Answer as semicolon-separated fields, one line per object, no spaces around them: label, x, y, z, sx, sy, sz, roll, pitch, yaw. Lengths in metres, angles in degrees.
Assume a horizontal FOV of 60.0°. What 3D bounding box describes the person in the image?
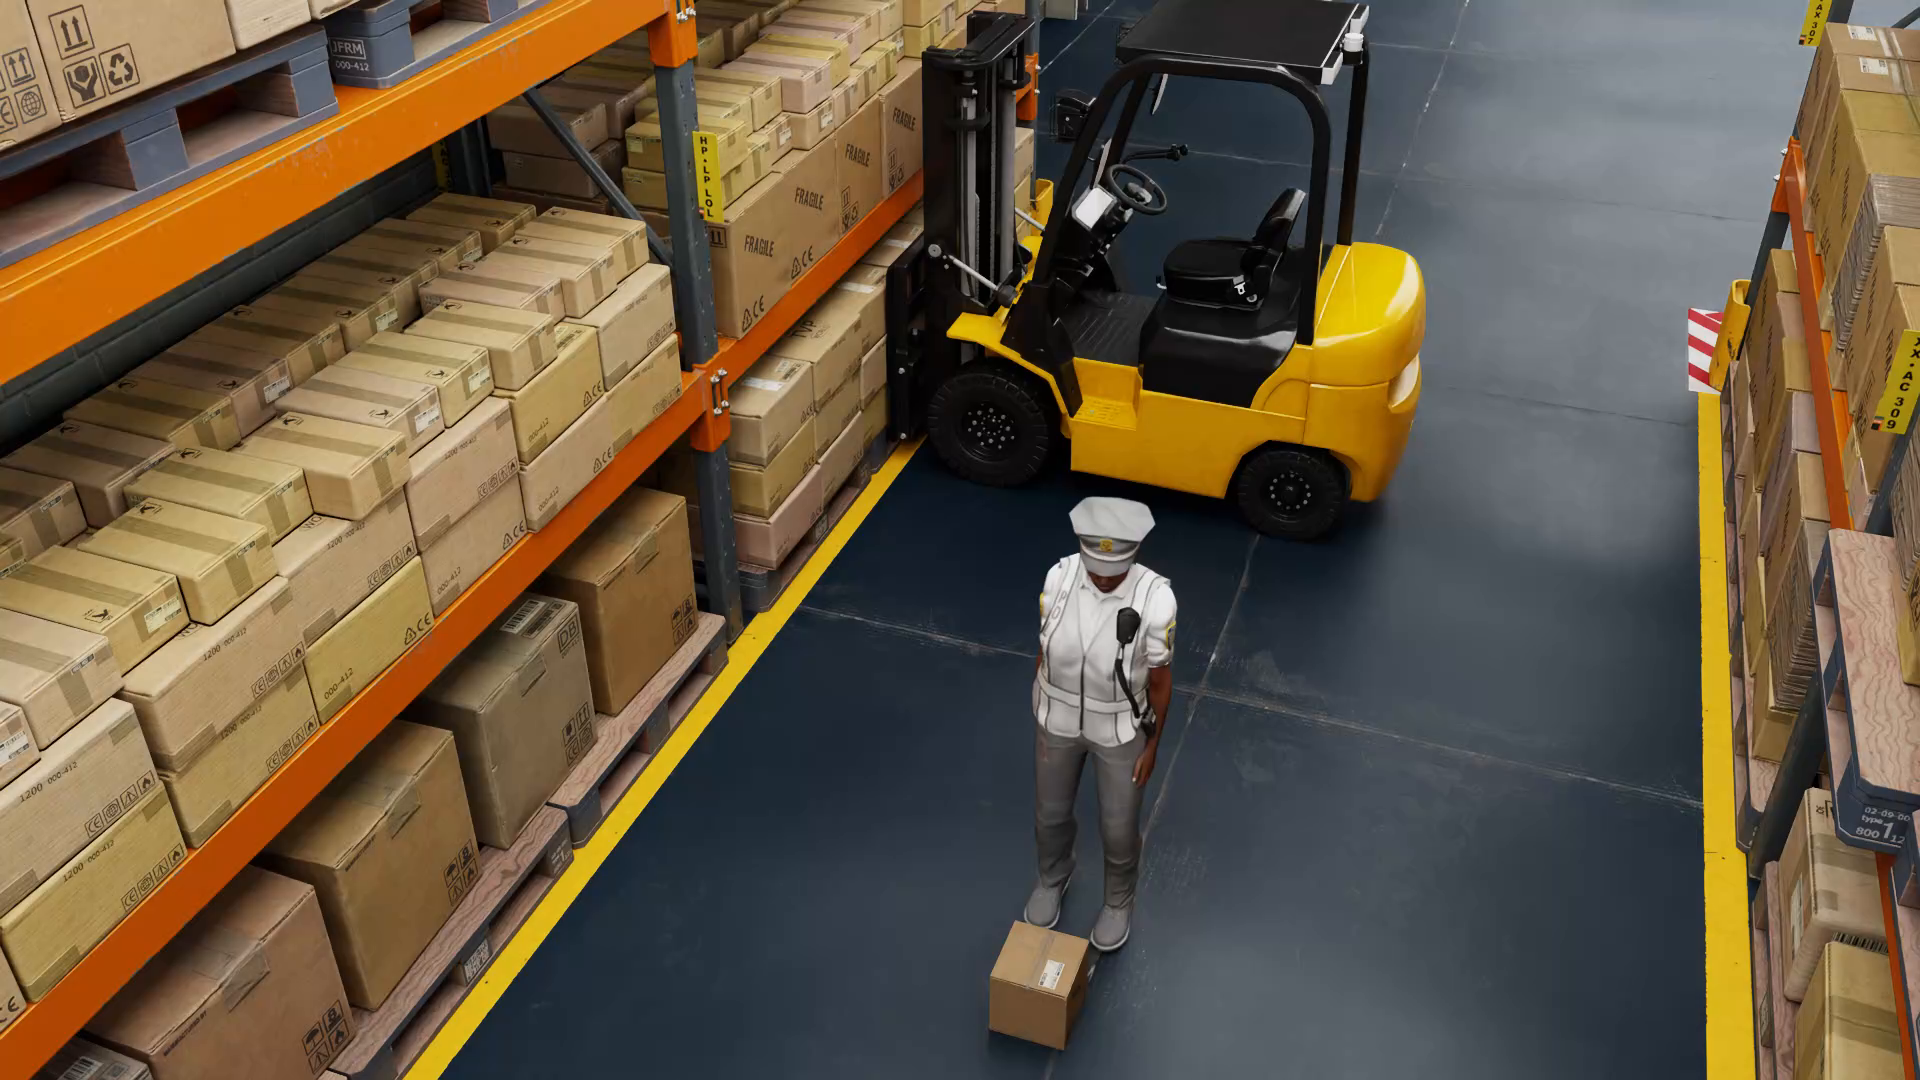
person;0.438;0.598;5.250;0.439;1.659;0.339;12;35;17
